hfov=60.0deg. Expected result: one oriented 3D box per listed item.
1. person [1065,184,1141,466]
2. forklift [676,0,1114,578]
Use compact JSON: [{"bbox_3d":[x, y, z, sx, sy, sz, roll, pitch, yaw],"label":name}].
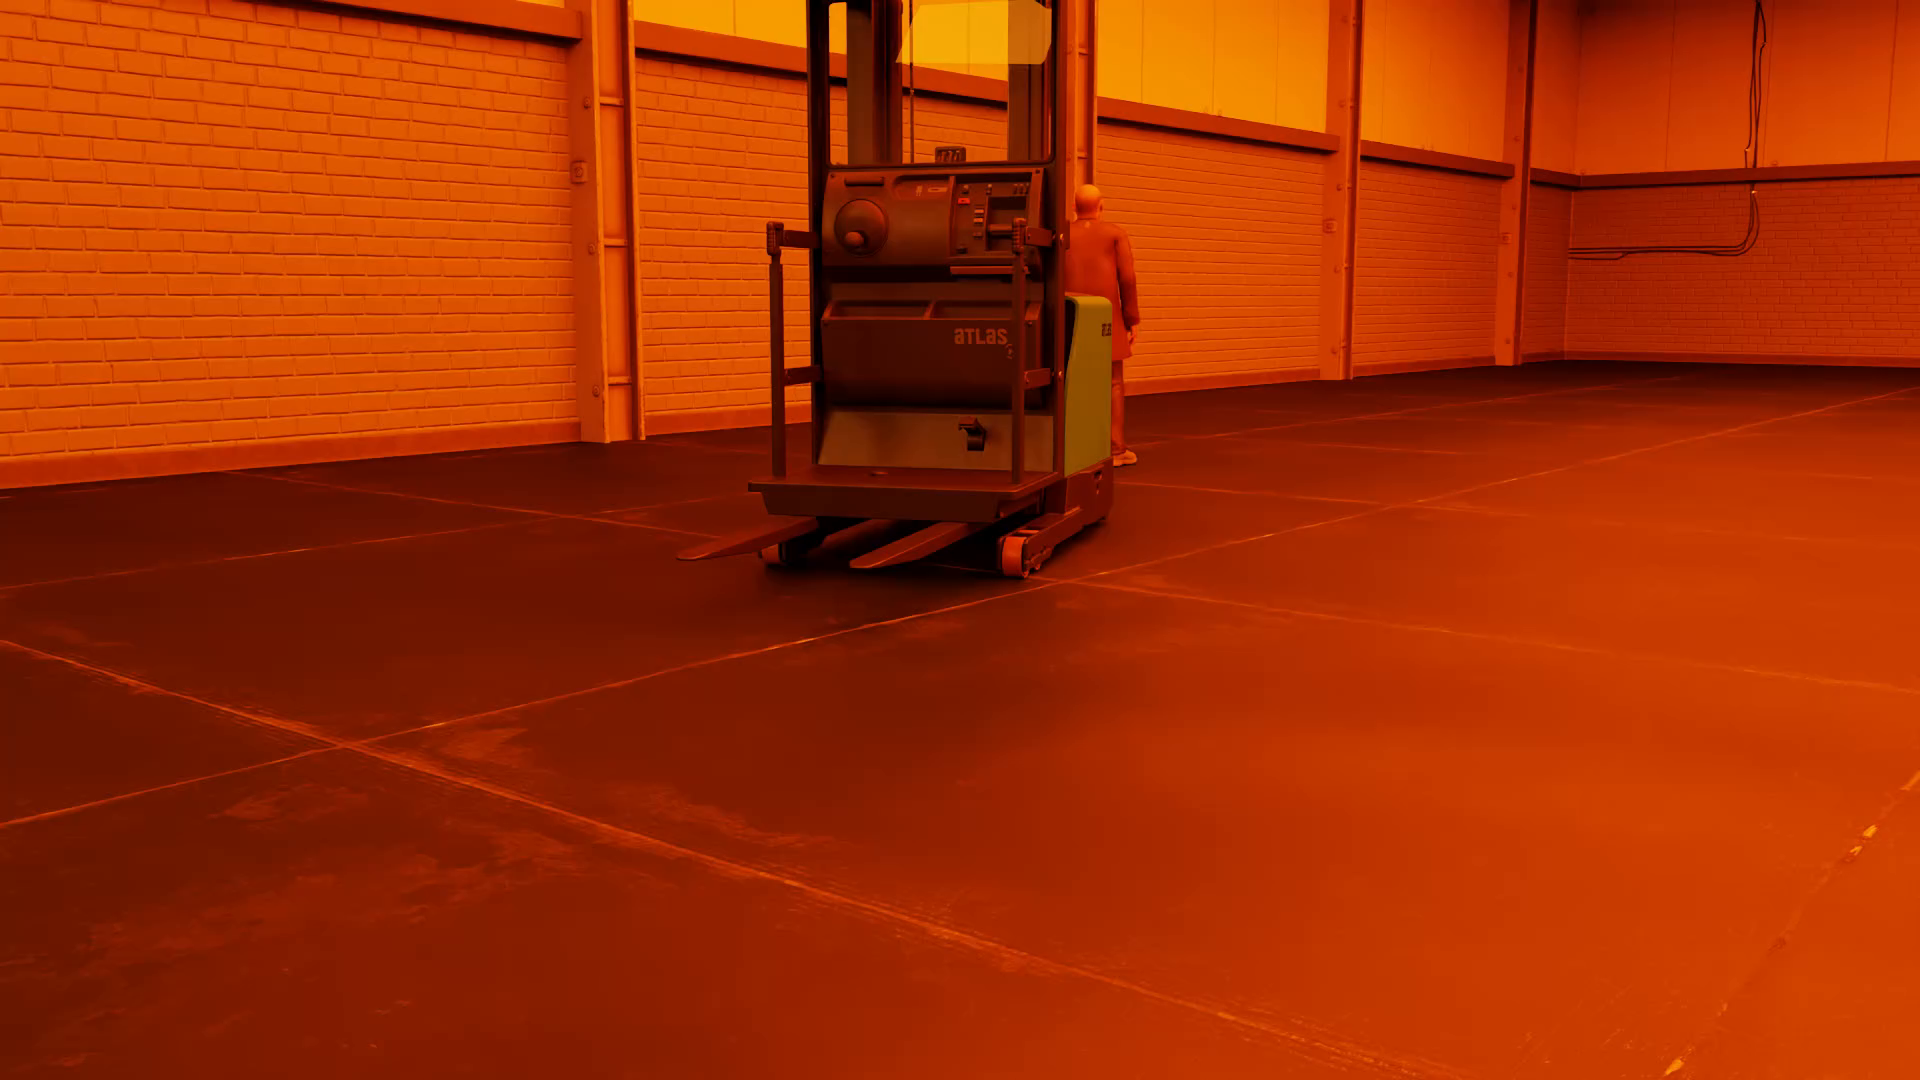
[{"bbox_3d":[0.820,-1.365,10.600,0.656,1.774,0.425,2,9,13],"label":"person"},{"bbox_3d":[-0.176,-1.366,6.616,1.130,2.935,3.031,3,9,17],"label":"forklift"}]
